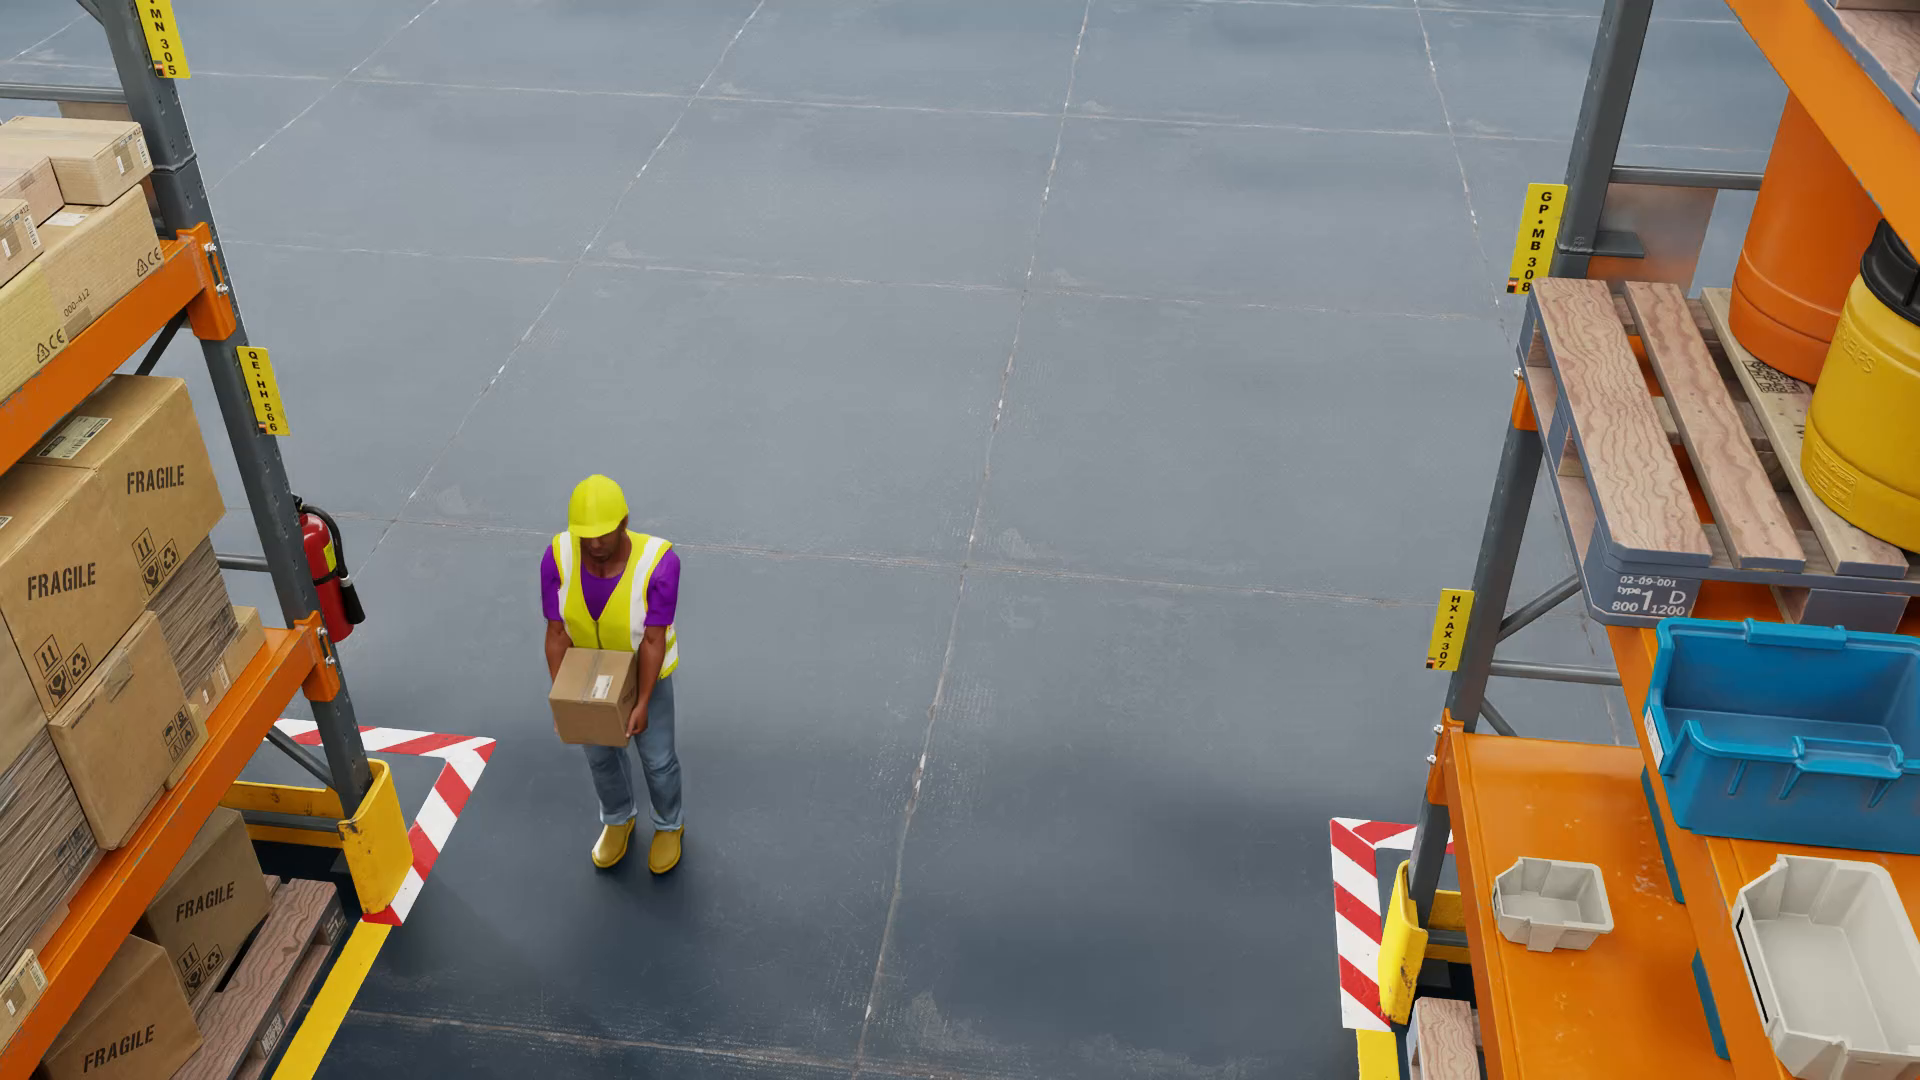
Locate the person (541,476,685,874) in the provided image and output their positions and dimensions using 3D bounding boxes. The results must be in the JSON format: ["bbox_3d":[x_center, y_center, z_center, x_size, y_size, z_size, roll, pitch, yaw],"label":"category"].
[{"bbox_3d":[-1.289,0.550,6.263,0.505,1.761,0.575,4,36,5],"label":"person"}]
